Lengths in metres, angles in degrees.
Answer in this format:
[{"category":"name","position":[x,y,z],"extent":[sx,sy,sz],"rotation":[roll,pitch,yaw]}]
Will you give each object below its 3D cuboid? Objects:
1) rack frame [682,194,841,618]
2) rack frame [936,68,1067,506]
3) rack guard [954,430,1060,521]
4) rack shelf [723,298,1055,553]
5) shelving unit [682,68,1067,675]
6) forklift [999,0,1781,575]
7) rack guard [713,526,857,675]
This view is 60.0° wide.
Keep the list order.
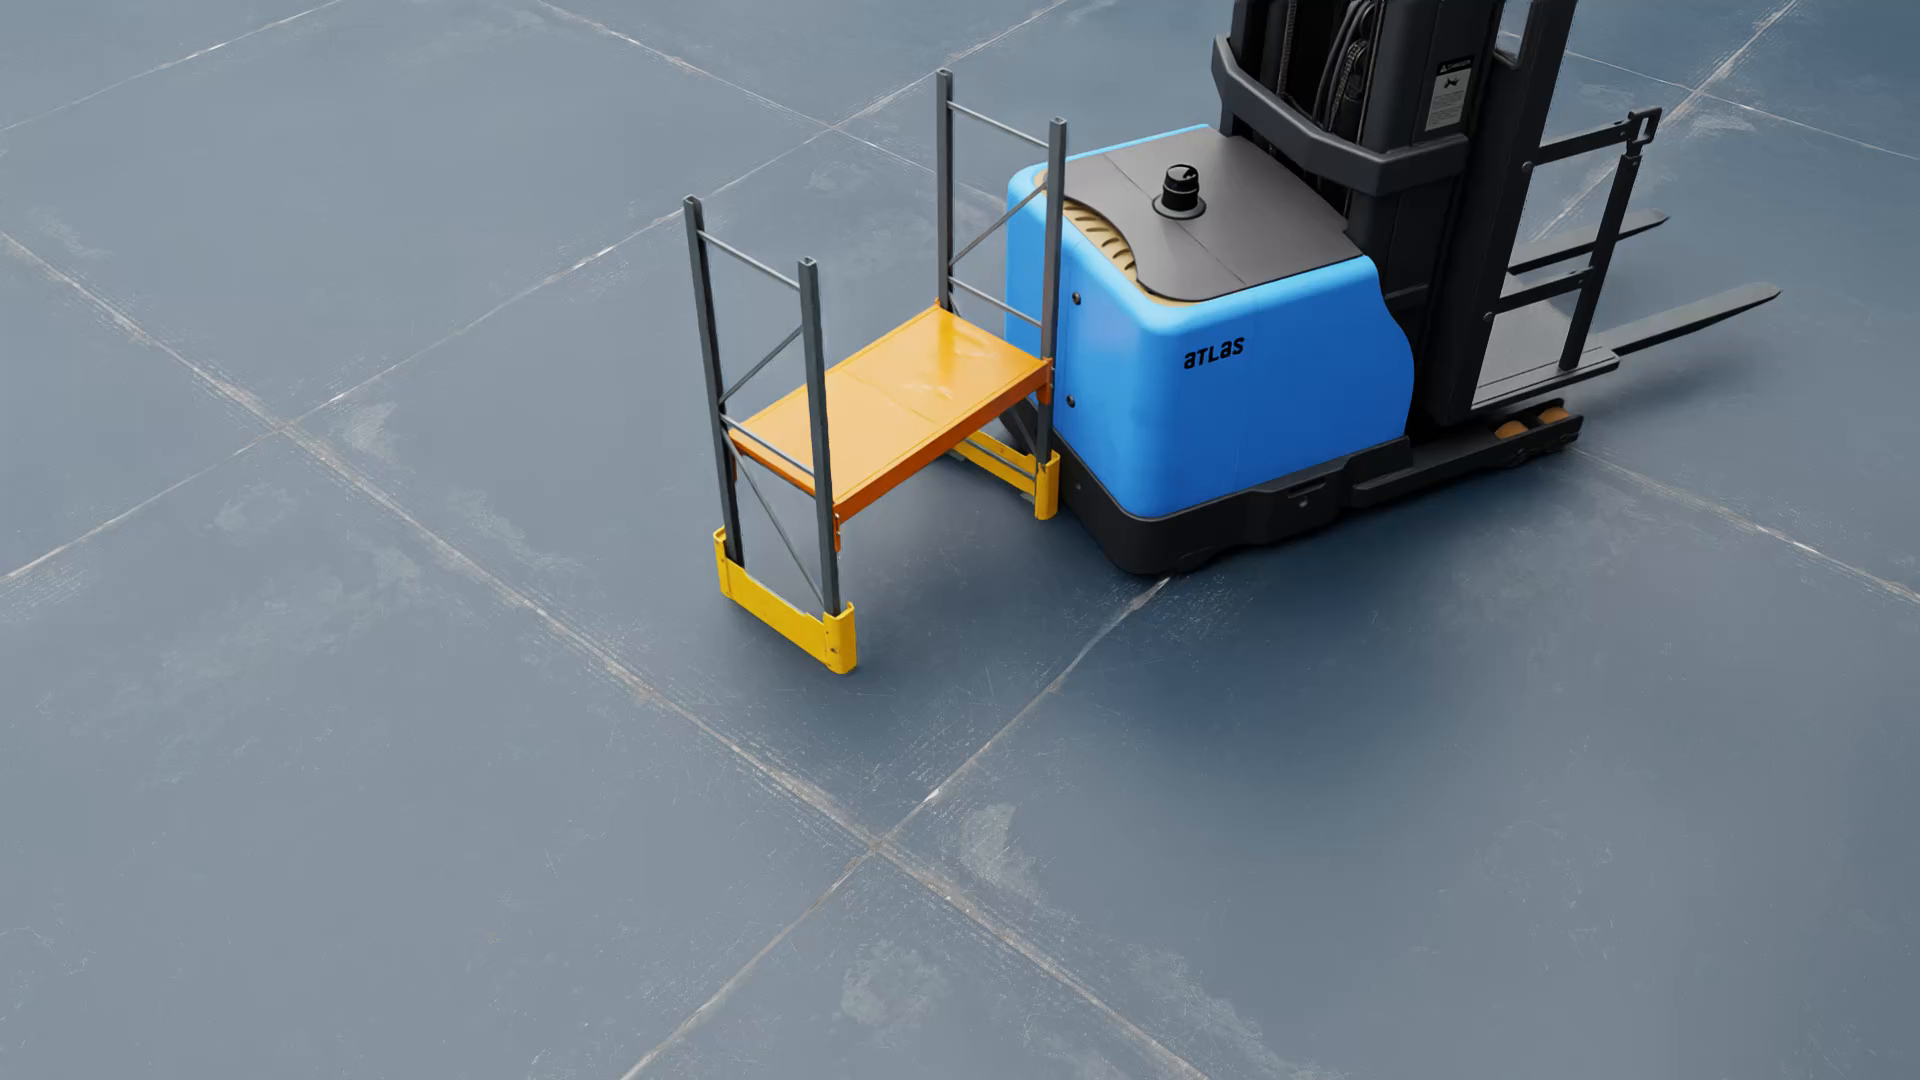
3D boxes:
[{"category":"rack frame","position":[-0.565,-0.274,4.937],"extent":[0.500,1.500,0.032],"rotation":[32,51,30]},{"category":"rack frame","position":[0.120,-0.779,5.492],"extent":[0.500,1.500,0.032],"rotation":[32,51,30]},{"category":"rack guard","position":[0.107,-0.307,5.902],"extent":[0.587,0.250,0.087],"rotation":[32,51,30]},{"category":"rack shelf","position":[-0.223,-0.394,5.336],"extent":[0.538,0.185,1.000],"rotation":[32,51,30]},{"category":"shelving unit","position":[-0.229,-0.522,5.210],"extent":[0.587,1.500,1.083],"rotation":[32,51,30]},{"category":"forklift","position":[1.699,-1.652,5.388],"extent":[3.031,2.935,1.130],"rotation":[-18,45,-19]},{"category":"rack guard","position":[-0.565,0.188,5.358],"extent":[0.587,0.250,0.087],"rotation":[32,51,30]}]
